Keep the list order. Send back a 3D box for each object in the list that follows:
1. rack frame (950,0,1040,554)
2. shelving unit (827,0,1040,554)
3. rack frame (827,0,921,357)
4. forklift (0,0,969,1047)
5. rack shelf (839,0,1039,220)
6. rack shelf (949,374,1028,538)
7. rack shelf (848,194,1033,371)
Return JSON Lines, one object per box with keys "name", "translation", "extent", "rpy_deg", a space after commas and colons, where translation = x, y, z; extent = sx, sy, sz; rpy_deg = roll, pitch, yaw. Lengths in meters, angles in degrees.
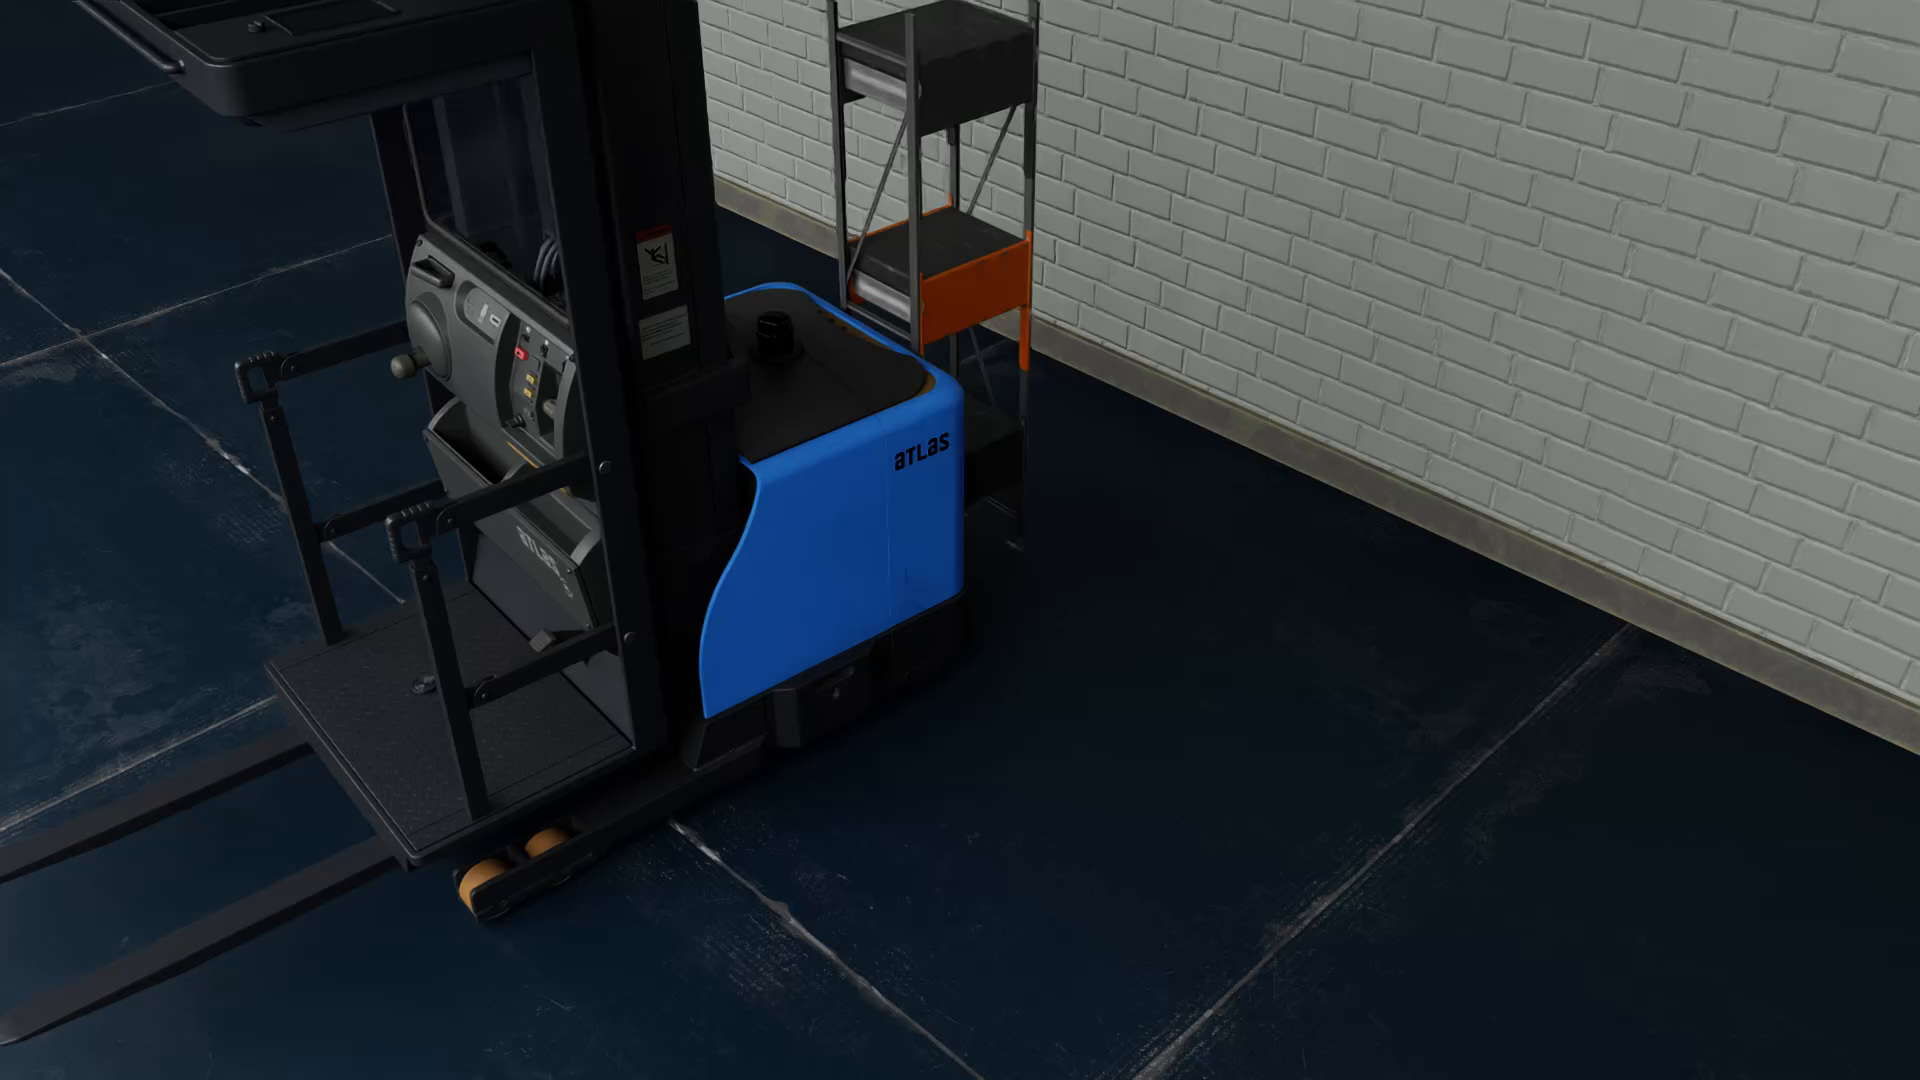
{"name": "rack frame", "translation": [0.103, -0.896, 5.700], "extent": [0.015, 2.100, 0.400], "rpy_deg": [-27, 43, -33]}
{"name": "shelving unit", "translation": [-0.079, -0.803, 5.566], "extent": [0.503, 2.100, 0.431], "rpy_deg": [-27, 43, -33]}
{"name": "rack frame", "translation": [-0.261, -0.711, 5.433], "extent": [0.015, 2.100, 0.400], "rpy_deg": [-27, 43, -33]}
{"name": "forklift", "translation": [-1.428, -0.473, 4.366], "extent": [3.031, 2.935, 1.130], "rpy_deg": [-25, 42, -32]}
{"name": "rack shelf", "translation": [-0.079, -1.366, 5.174], "extent": [0.480, 0.518, 0.431], "rpy_deg": [-27, 43, -33]}
{"name": "rack shelf", "translation": [-0.079, -0.218, 5.975], "extent": [0.480, 0.518, 0.431], "rpy_deg": [-27, 43, -33]}
{"name": "rack shelf", "translation": [-0.079, -0.792, 5.574], "extent": [0.480, 0.518, 0.431], "rpy_deg": [-27, 43, -33]}
